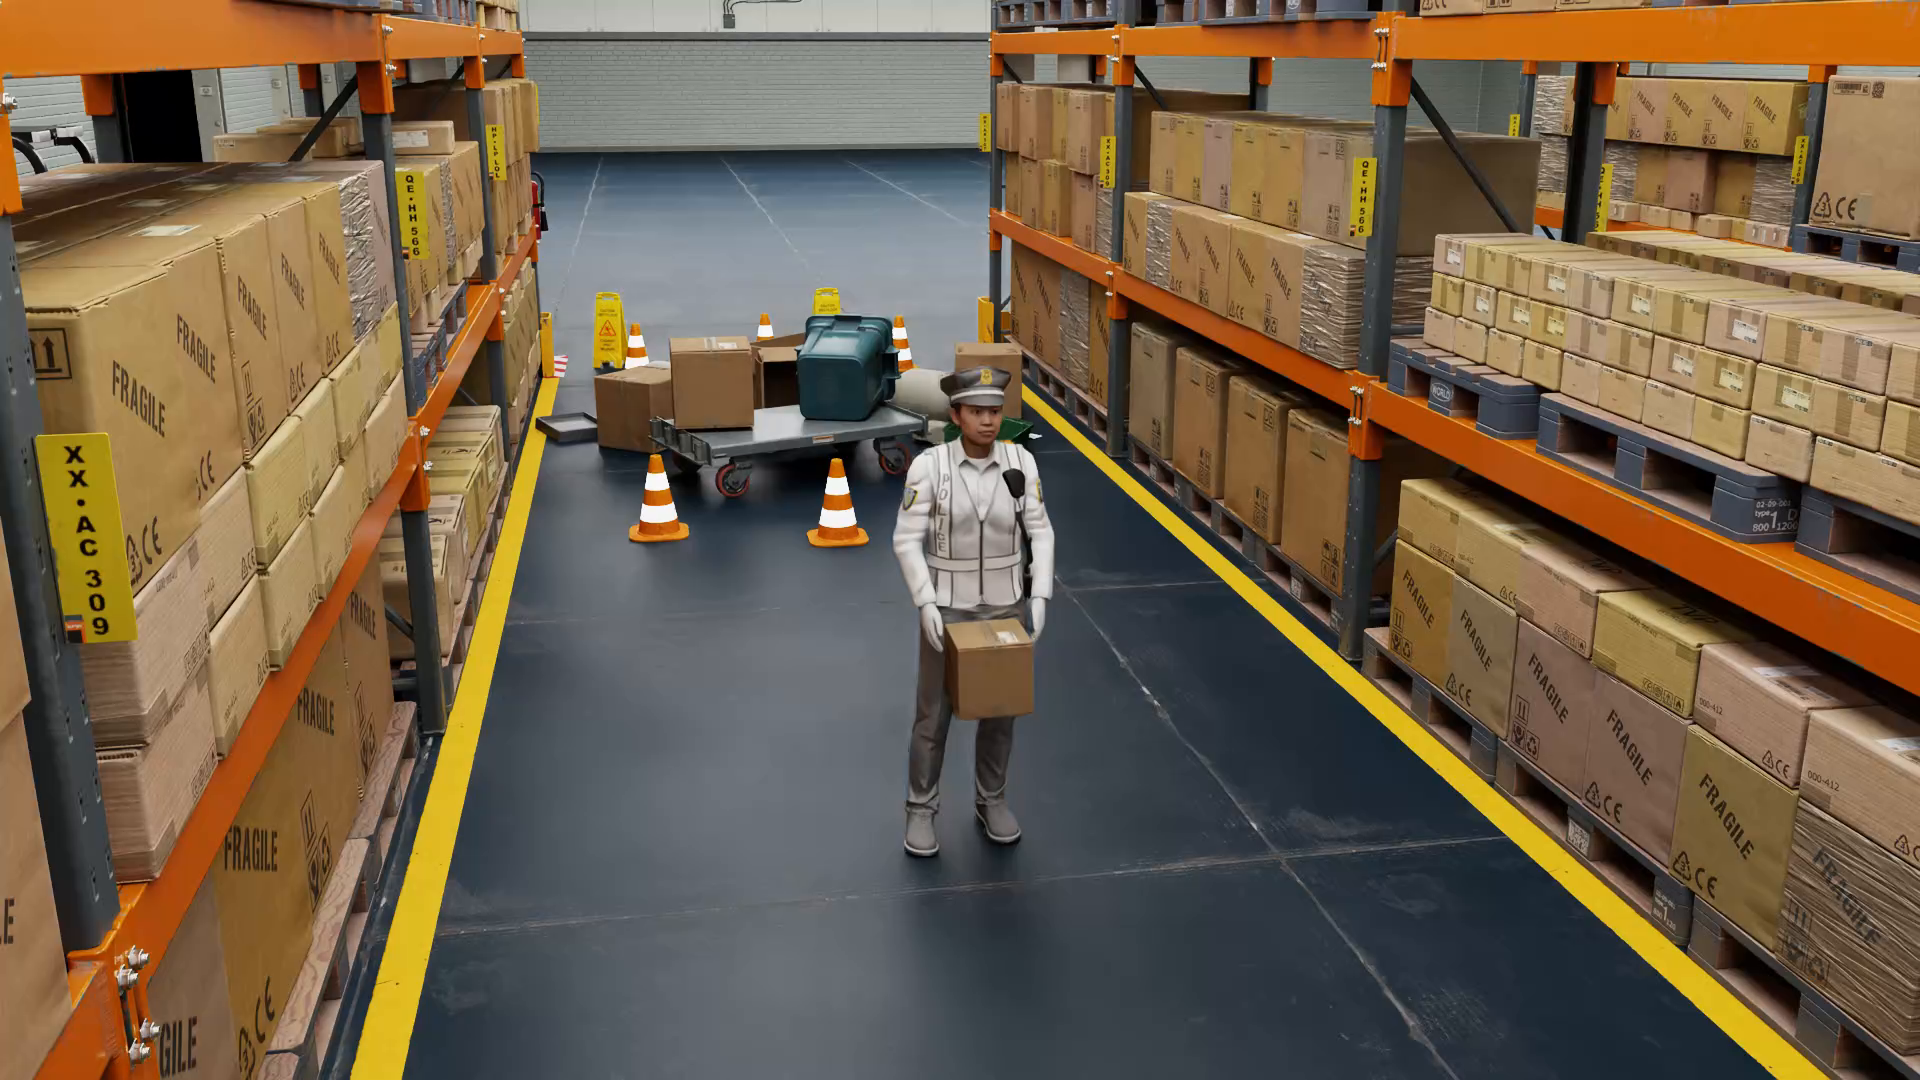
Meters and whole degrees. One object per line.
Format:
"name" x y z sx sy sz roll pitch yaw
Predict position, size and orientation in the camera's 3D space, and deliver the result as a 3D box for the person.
"person" 0.058 0.237 5.670 0.568 1.694 0.387 -3 17 -10
